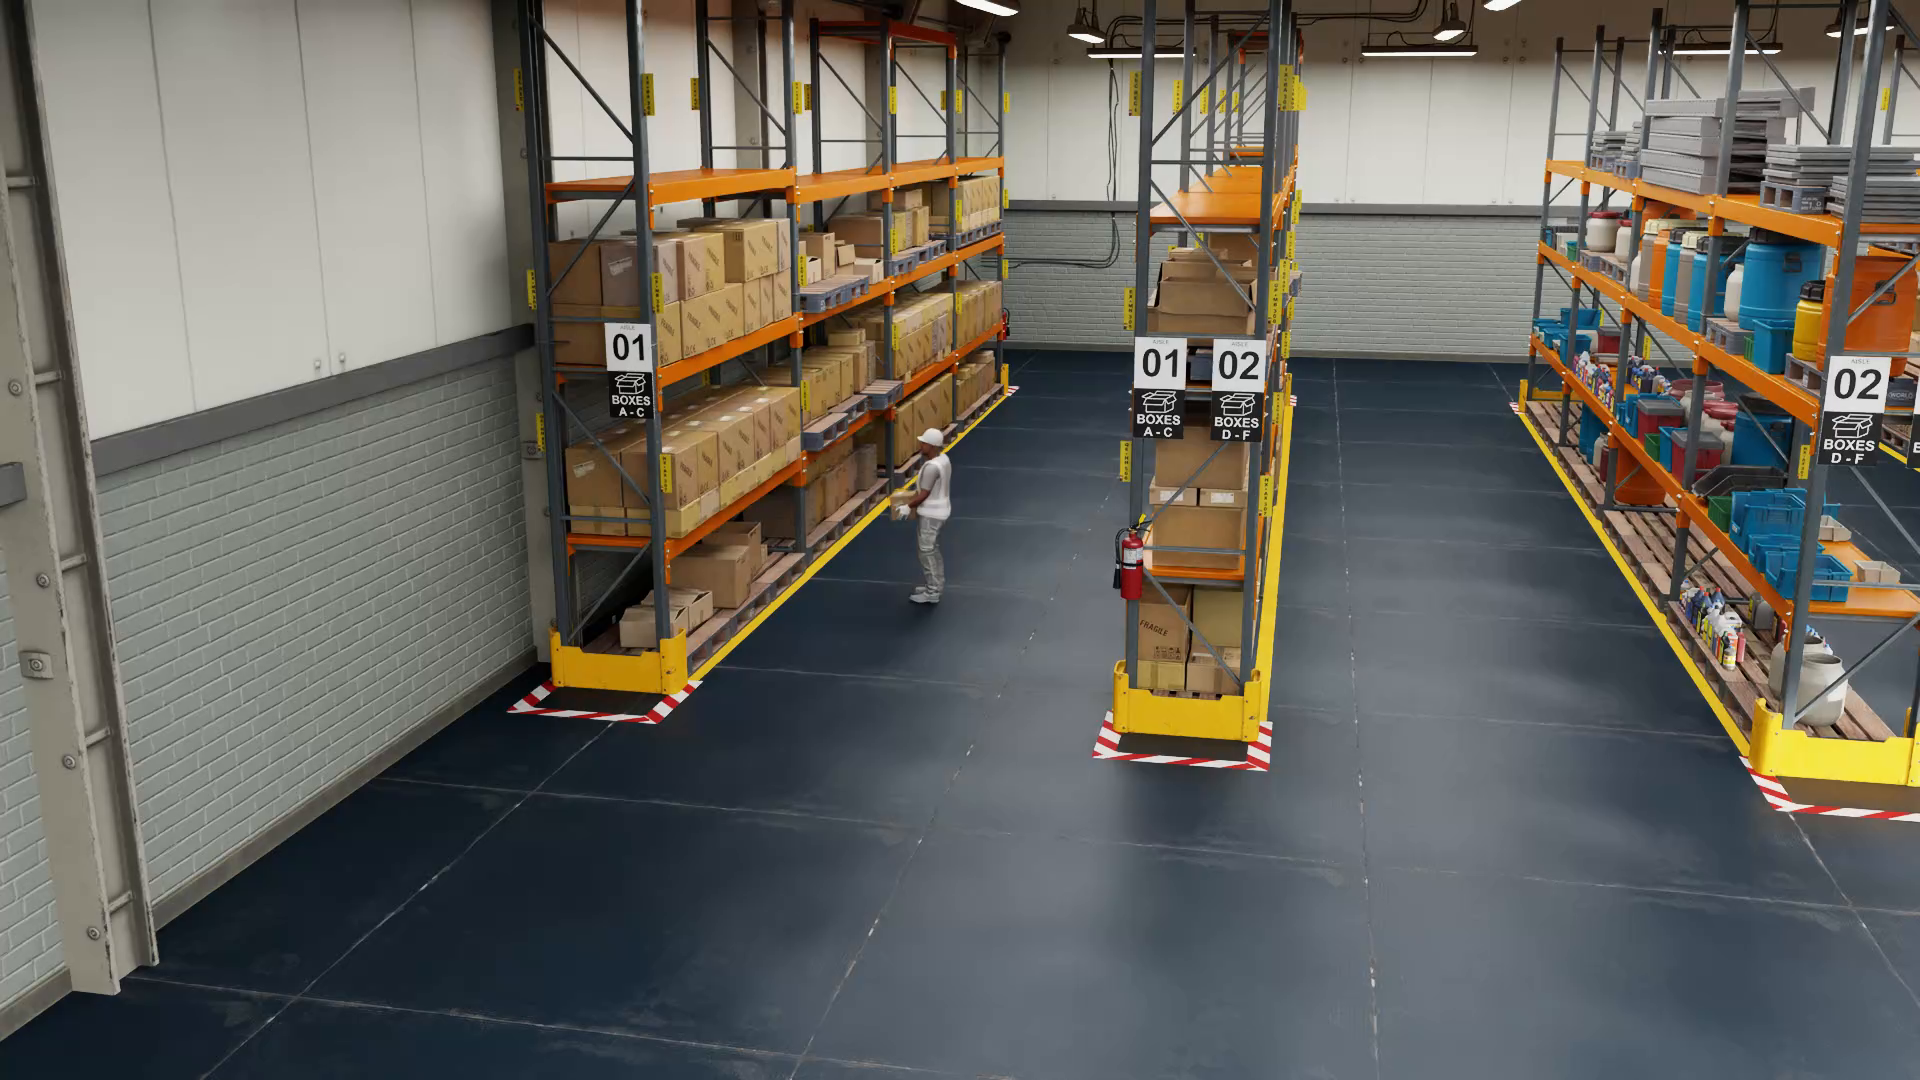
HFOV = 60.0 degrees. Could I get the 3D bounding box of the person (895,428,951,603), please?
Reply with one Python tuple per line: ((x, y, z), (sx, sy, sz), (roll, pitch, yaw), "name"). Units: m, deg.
((-0.370, -0.261, 16.968), (0.541, 1.789, 0.532), (3, 15, 11), "person")
